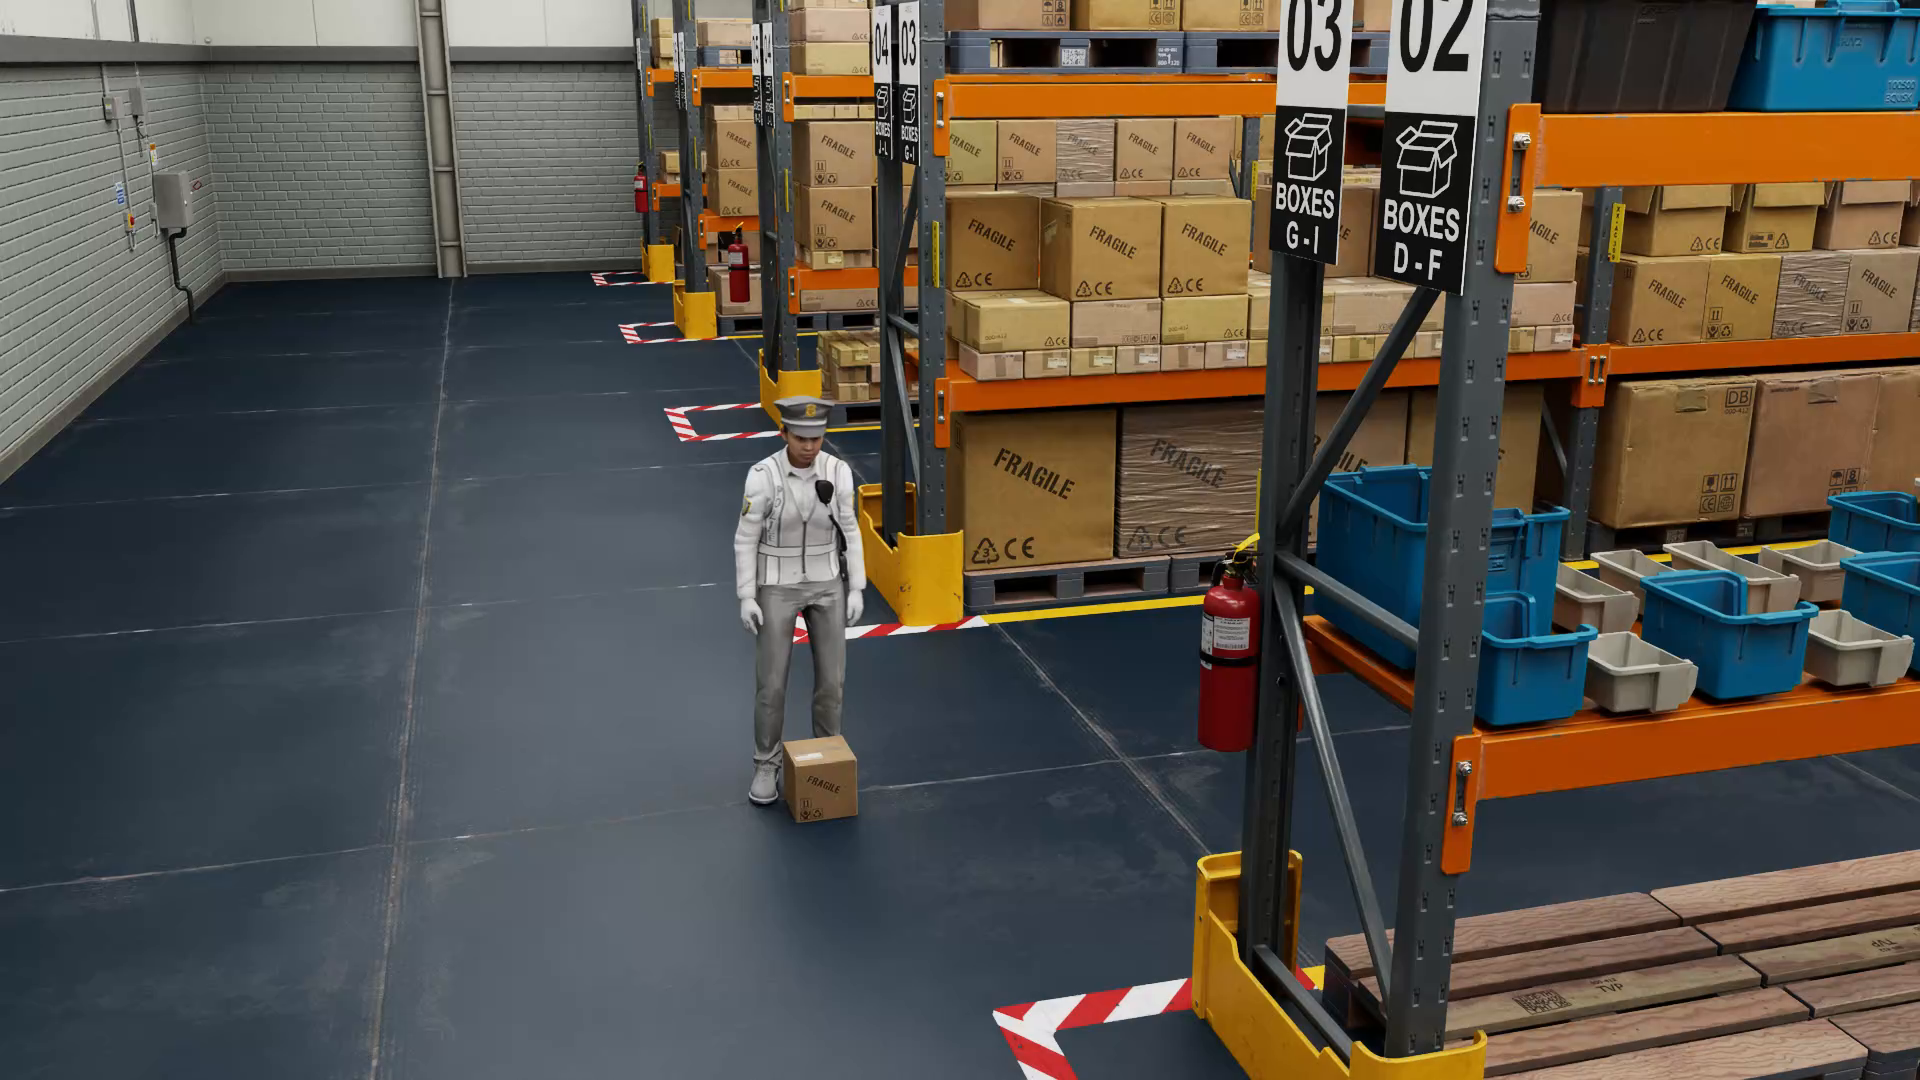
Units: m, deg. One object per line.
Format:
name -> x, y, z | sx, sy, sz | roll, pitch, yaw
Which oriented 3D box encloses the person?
person -> -0.641, 0.225, 6.745 | 0.529, 1.663, 0.375 | -5, 17, -15
